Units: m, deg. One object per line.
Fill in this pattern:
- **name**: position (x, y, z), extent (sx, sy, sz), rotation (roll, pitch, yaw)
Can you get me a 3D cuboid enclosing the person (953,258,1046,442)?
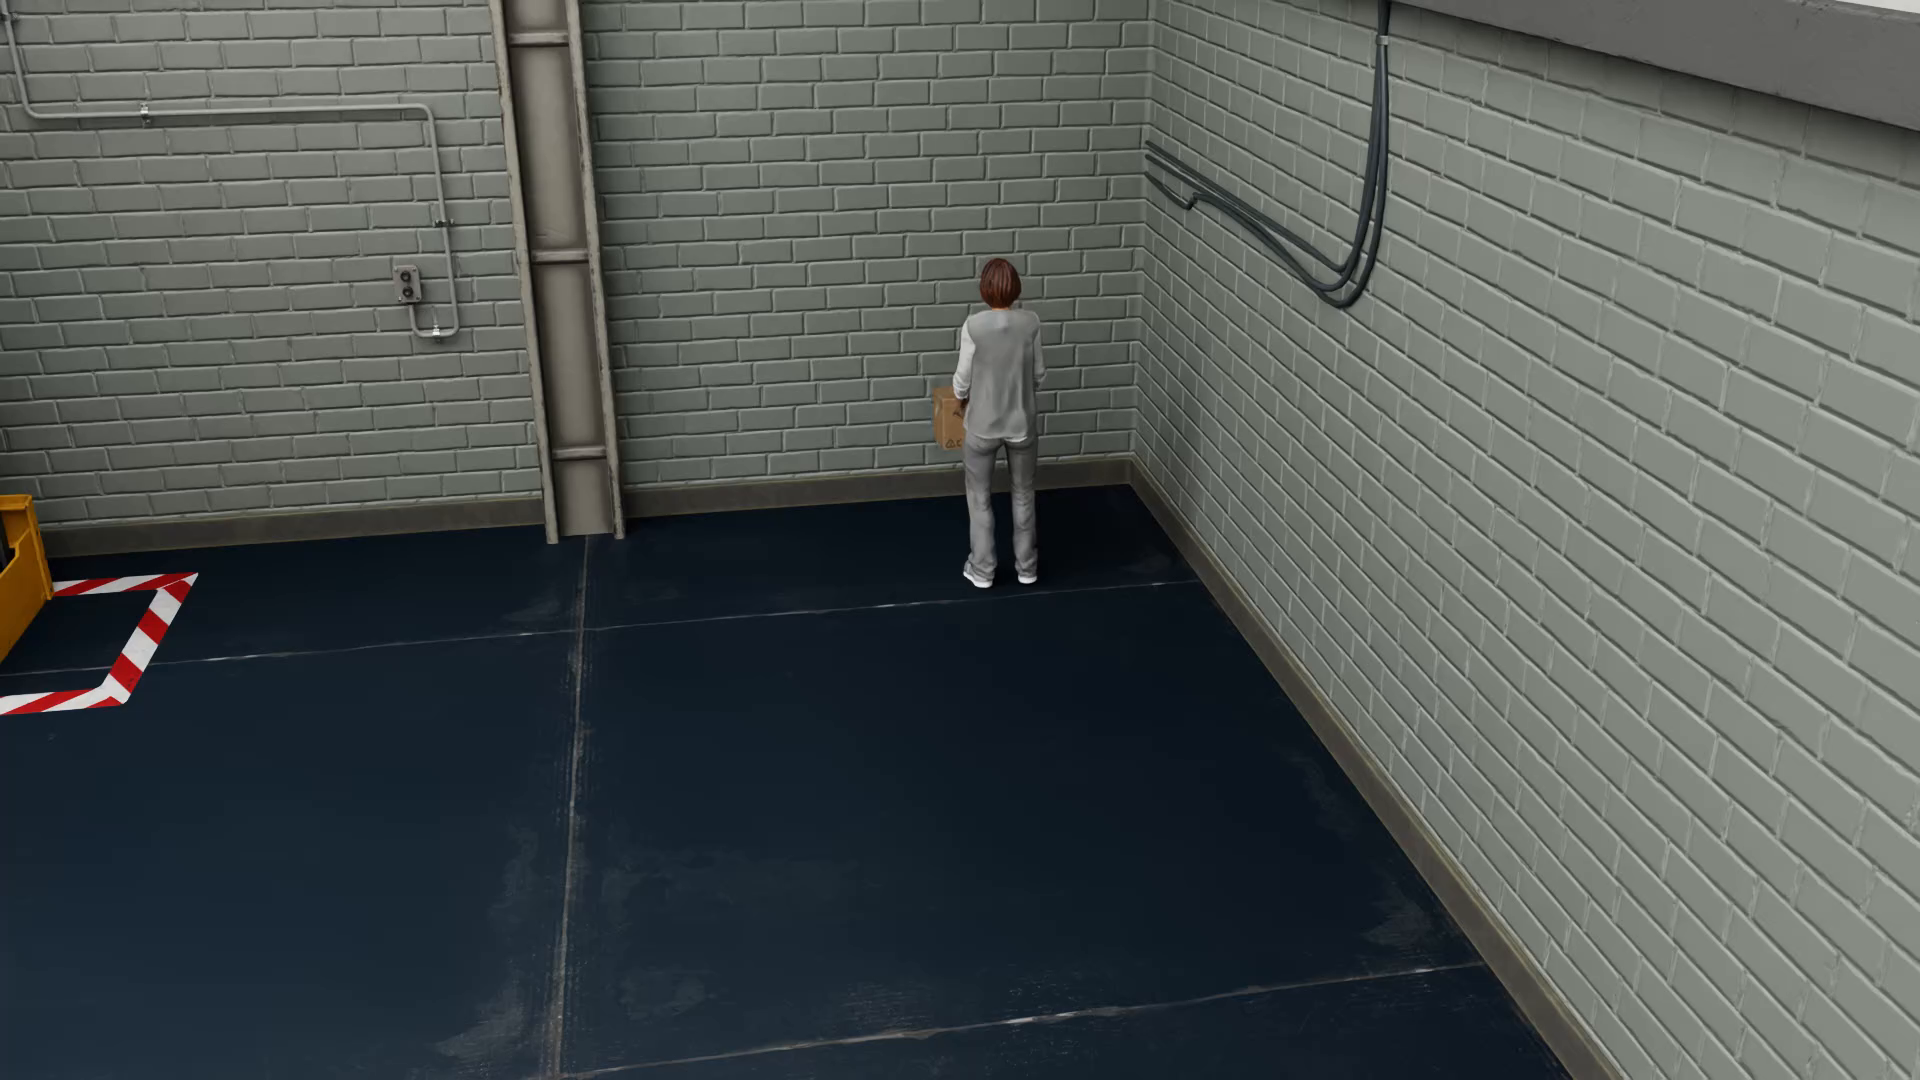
- **person**: position (0.179, -0.884, 7.712), extent (0.444, 0.849, 0.383), rotation (-5, 24, -11)
